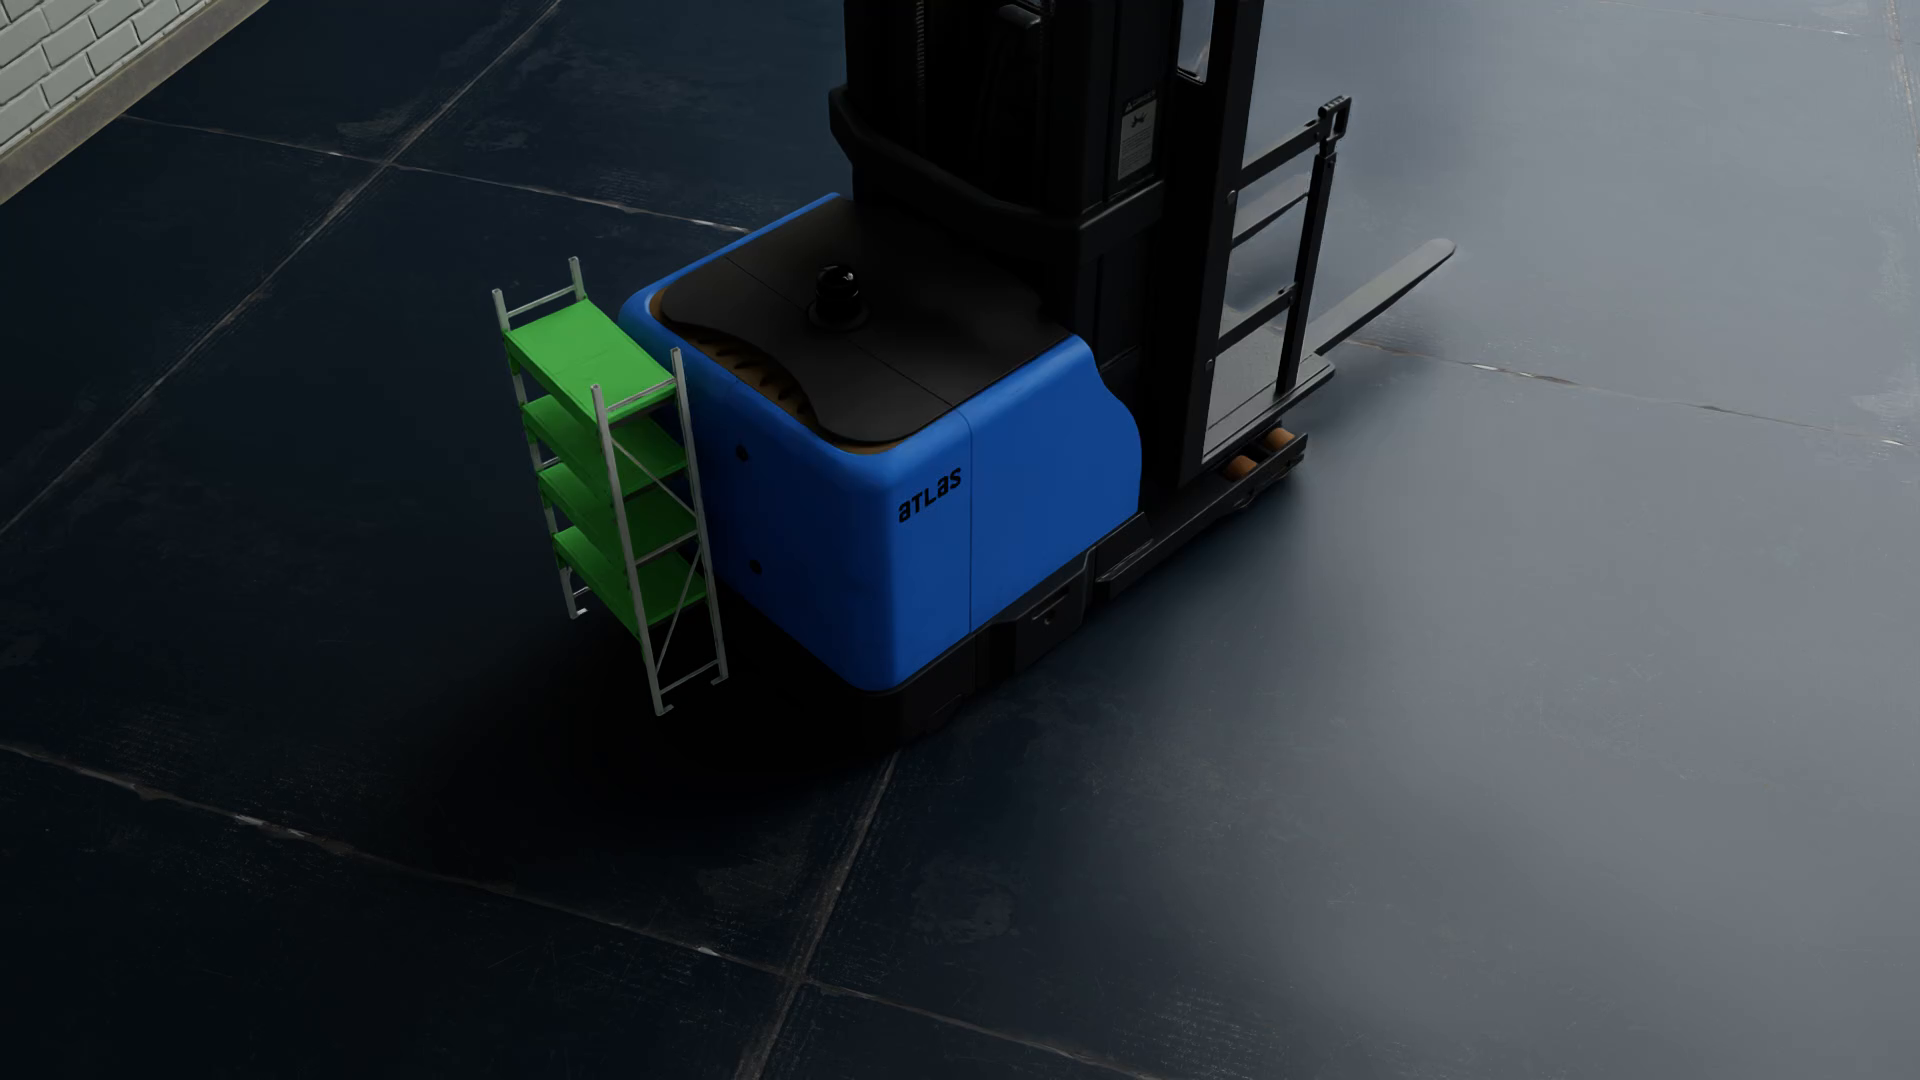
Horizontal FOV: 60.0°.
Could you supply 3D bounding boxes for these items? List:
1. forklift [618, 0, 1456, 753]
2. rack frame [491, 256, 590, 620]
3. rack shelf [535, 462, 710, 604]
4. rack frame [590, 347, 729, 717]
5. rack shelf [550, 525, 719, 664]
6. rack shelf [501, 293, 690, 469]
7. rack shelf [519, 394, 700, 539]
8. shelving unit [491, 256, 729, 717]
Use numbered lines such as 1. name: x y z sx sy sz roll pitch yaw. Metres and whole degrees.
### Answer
1. forklift: 0.487 -1.385 4.570 3.031 2.935 1.130 -34 54 -30
2. rack frame: -1.079 -0.245 4.643 0.240 1.200 0.015 -30 52 -27
3. rack shelf: -0.925 -0.067 4.552 0.258 0.148 0.480 -30 52 -27
4. rack frame: -0.771 0.019 4.372 0.240 1.200 0.015 -30 52 -27
5. rack shelf: -0.925 0.104 4.720 0.258 0.148 0.480 -30 52 -27
6. rack shelf: -0.925 -0.410 4.216 0.258 0.148 0.480 -30 52 -27
7. rack shelf: -0.925 -0.239 4.384 0.258 0.148 0.480 -30 52 -27
8. shelving unit: -0.925 -0.113 4.507 0.258 1.200 0.503 -30 52 -27
